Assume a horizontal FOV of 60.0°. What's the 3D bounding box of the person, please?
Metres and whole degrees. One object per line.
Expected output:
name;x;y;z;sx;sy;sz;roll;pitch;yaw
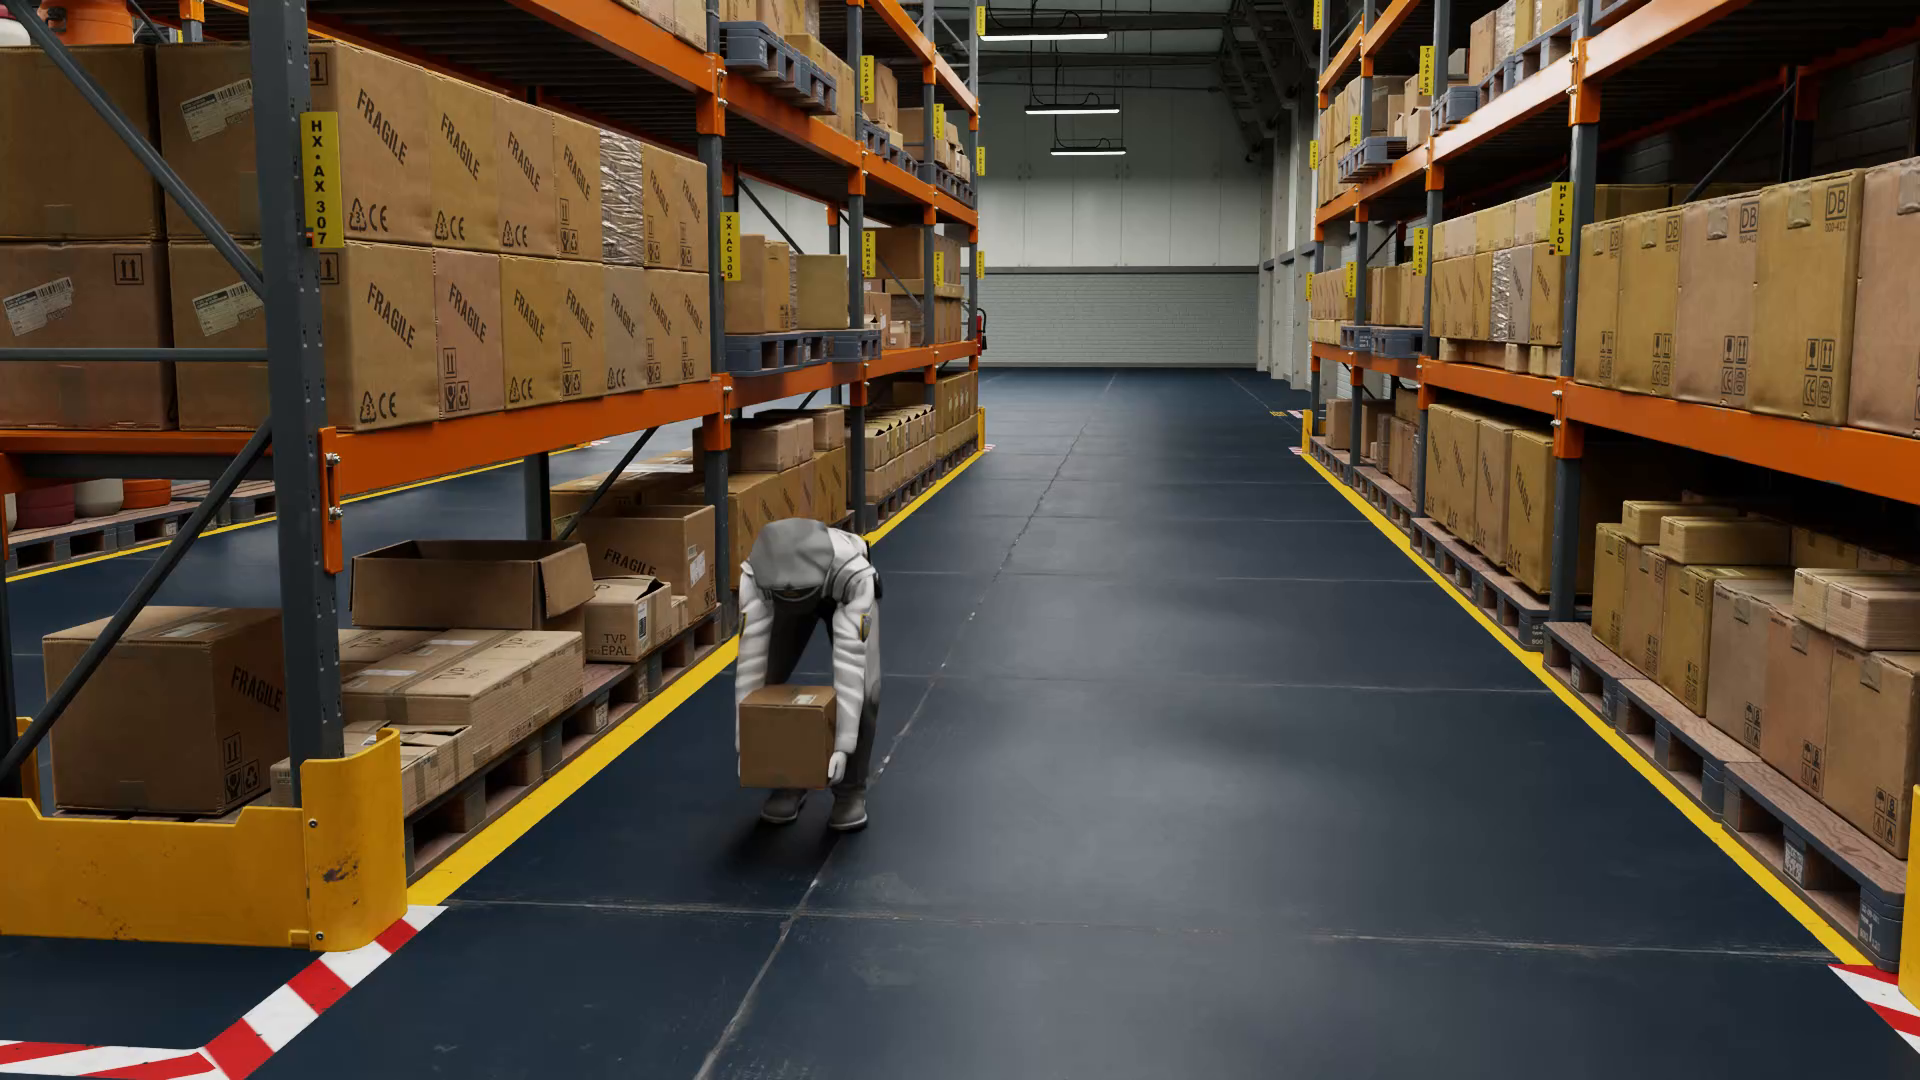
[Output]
person;-0.471;0.399;5.154;0.445;1.049;0.921;1;8;4
